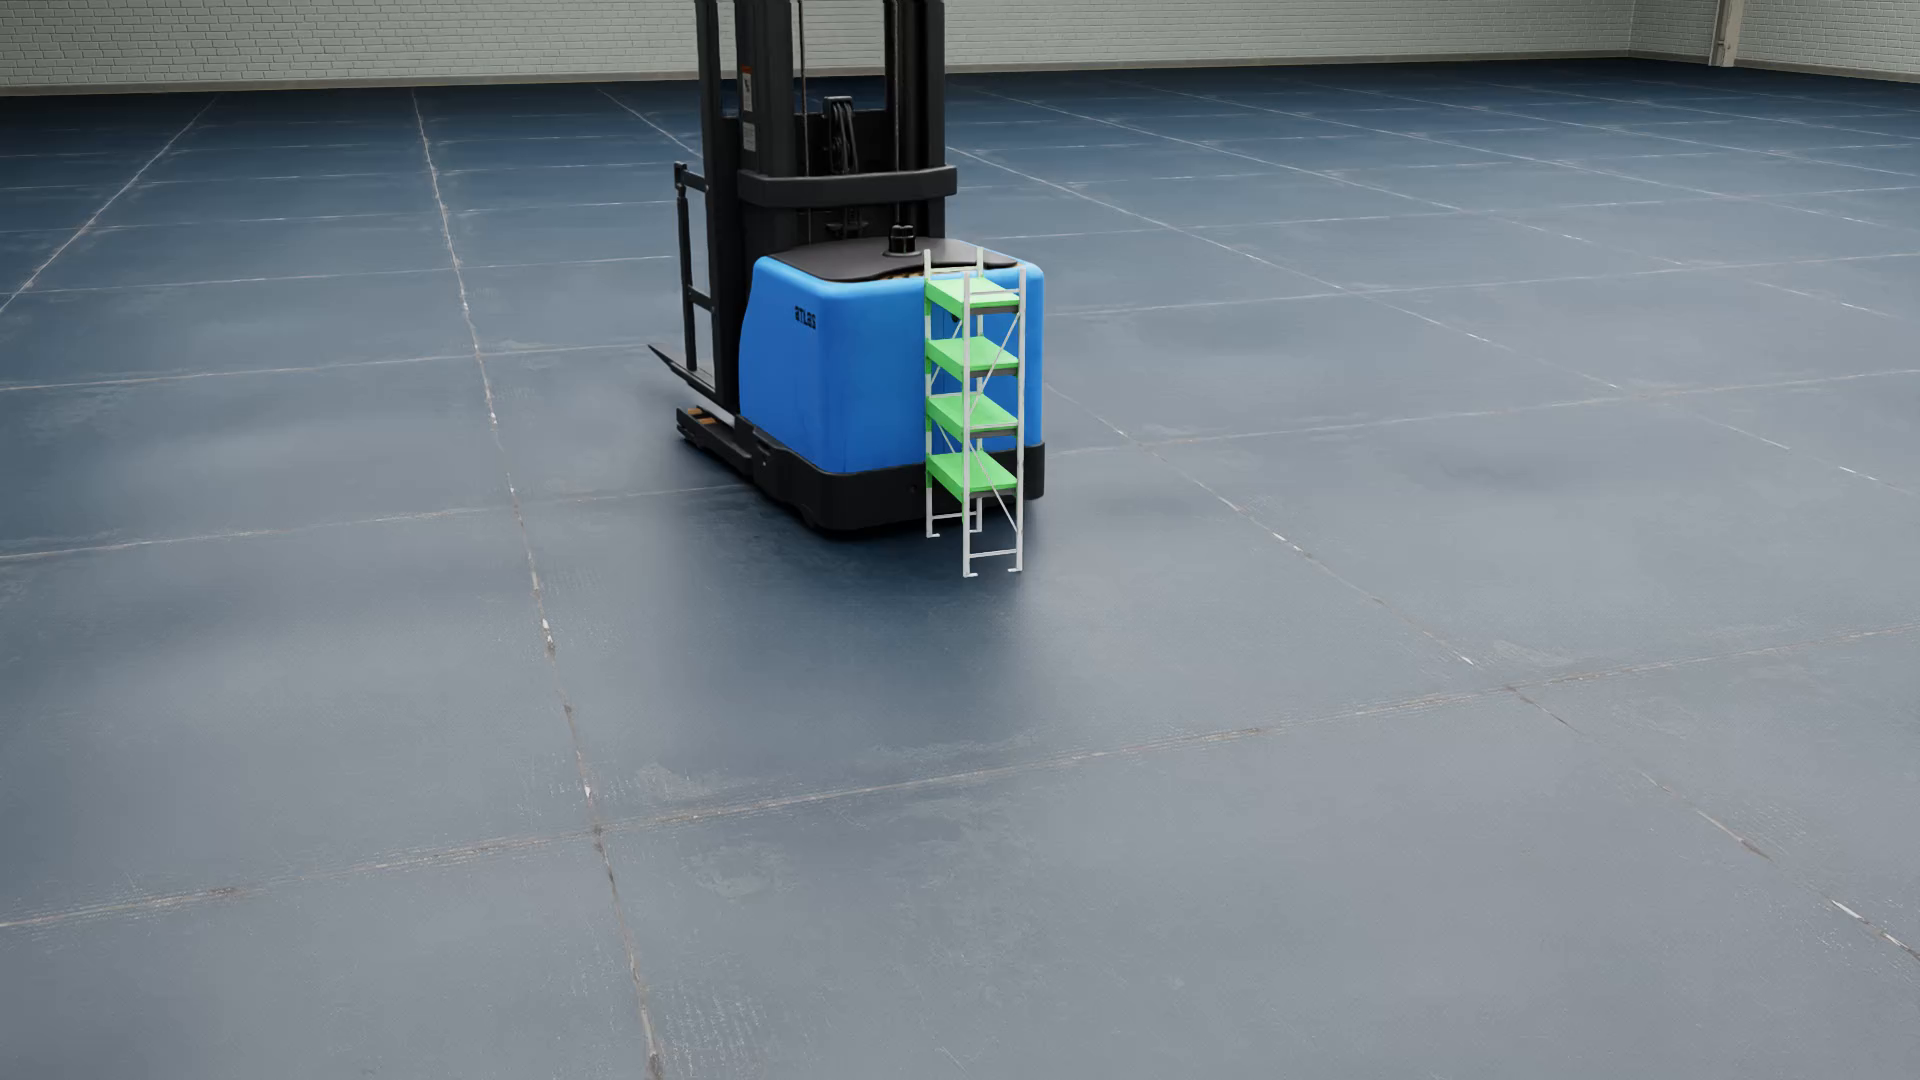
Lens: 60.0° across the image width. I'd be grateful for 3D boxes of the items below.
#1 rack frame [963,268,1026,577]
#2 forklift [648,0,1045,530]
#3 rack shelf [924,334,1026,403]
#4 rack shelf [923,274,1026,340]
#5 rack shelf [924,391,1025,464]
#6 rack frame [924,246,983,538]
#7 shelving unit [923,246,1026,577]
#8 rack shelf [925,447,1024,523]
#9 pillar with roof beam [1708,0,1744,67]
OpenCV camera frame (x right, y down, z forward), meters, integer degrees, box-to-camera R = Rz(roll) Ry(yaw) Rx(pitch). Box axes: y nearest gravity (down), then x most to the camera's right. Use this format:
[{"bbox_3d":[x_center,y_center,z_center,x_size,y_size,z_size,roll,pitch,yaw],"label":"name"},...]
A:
[{"bbox_3d":[0.129,-0.433,6.348,0.240,1.200,0.015,-6,21,-17],"label":"rack frame"},{"bbox_3d":[-0.757,-1.874,7.798,1.130,2.935,3.031,-10,22,-26],"label":"forklift"},{"bbox_3d":[0.052,-0.677,6.506,0.258,0.148,0.480,-6,21,-17],"label":"rack shelf"},{"bbox_3d":[0.052,-0.903,6.425,0.258,0.148,0.480,-6,21,-17],"label":"rack shelf"},{"bbox_3d":[0.052,-0.451,6.587,0.258,0.148,0.480,-6,21,-17],"label":"rack shelf"},{"bbox_3d":[-0.025,-0.590,6.784,0.240,1.200,0.015,-6,21,-17],"label":"rack frame"},{"bbox_3d":[0.052,-0.512,6.566,0.258,1.200,0.503,-6,21,-17],"label":"shelving unit"},{"bbox_3d":[0.052,-0.226,6.669,0.258,0.148,0.480,-6,21,-17],"label":"rack shelf"},{"bbox_3d":[11.267,-13.340,30.743,9.100,9.000,0.400,-6,21,-17],"label":"pillar with roof beam"}]
